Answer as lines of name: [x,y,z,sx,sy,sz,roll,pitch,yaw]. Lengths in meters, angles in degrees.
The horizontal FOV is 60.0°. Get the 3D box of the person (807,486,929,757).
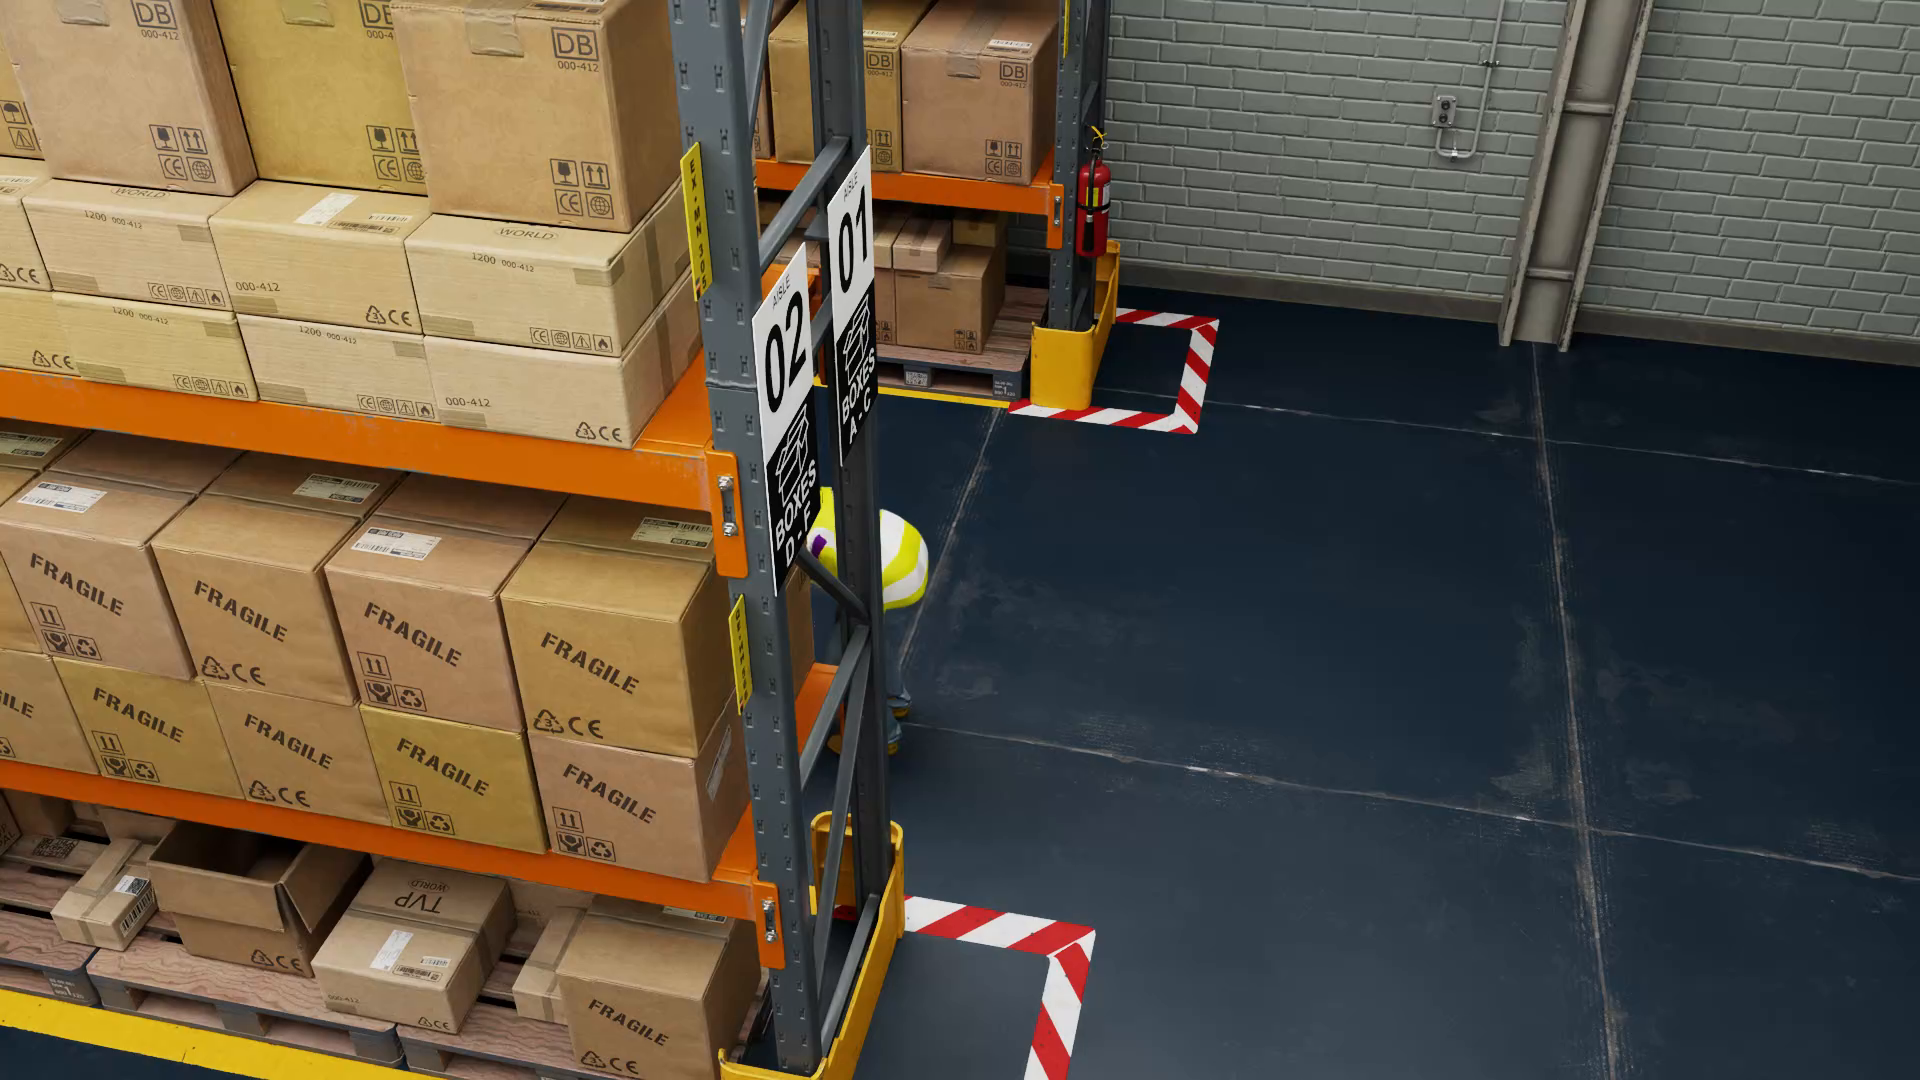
person: [-0.585,0.283,6.916,0.912,1.342,0.491,3,37,5]
